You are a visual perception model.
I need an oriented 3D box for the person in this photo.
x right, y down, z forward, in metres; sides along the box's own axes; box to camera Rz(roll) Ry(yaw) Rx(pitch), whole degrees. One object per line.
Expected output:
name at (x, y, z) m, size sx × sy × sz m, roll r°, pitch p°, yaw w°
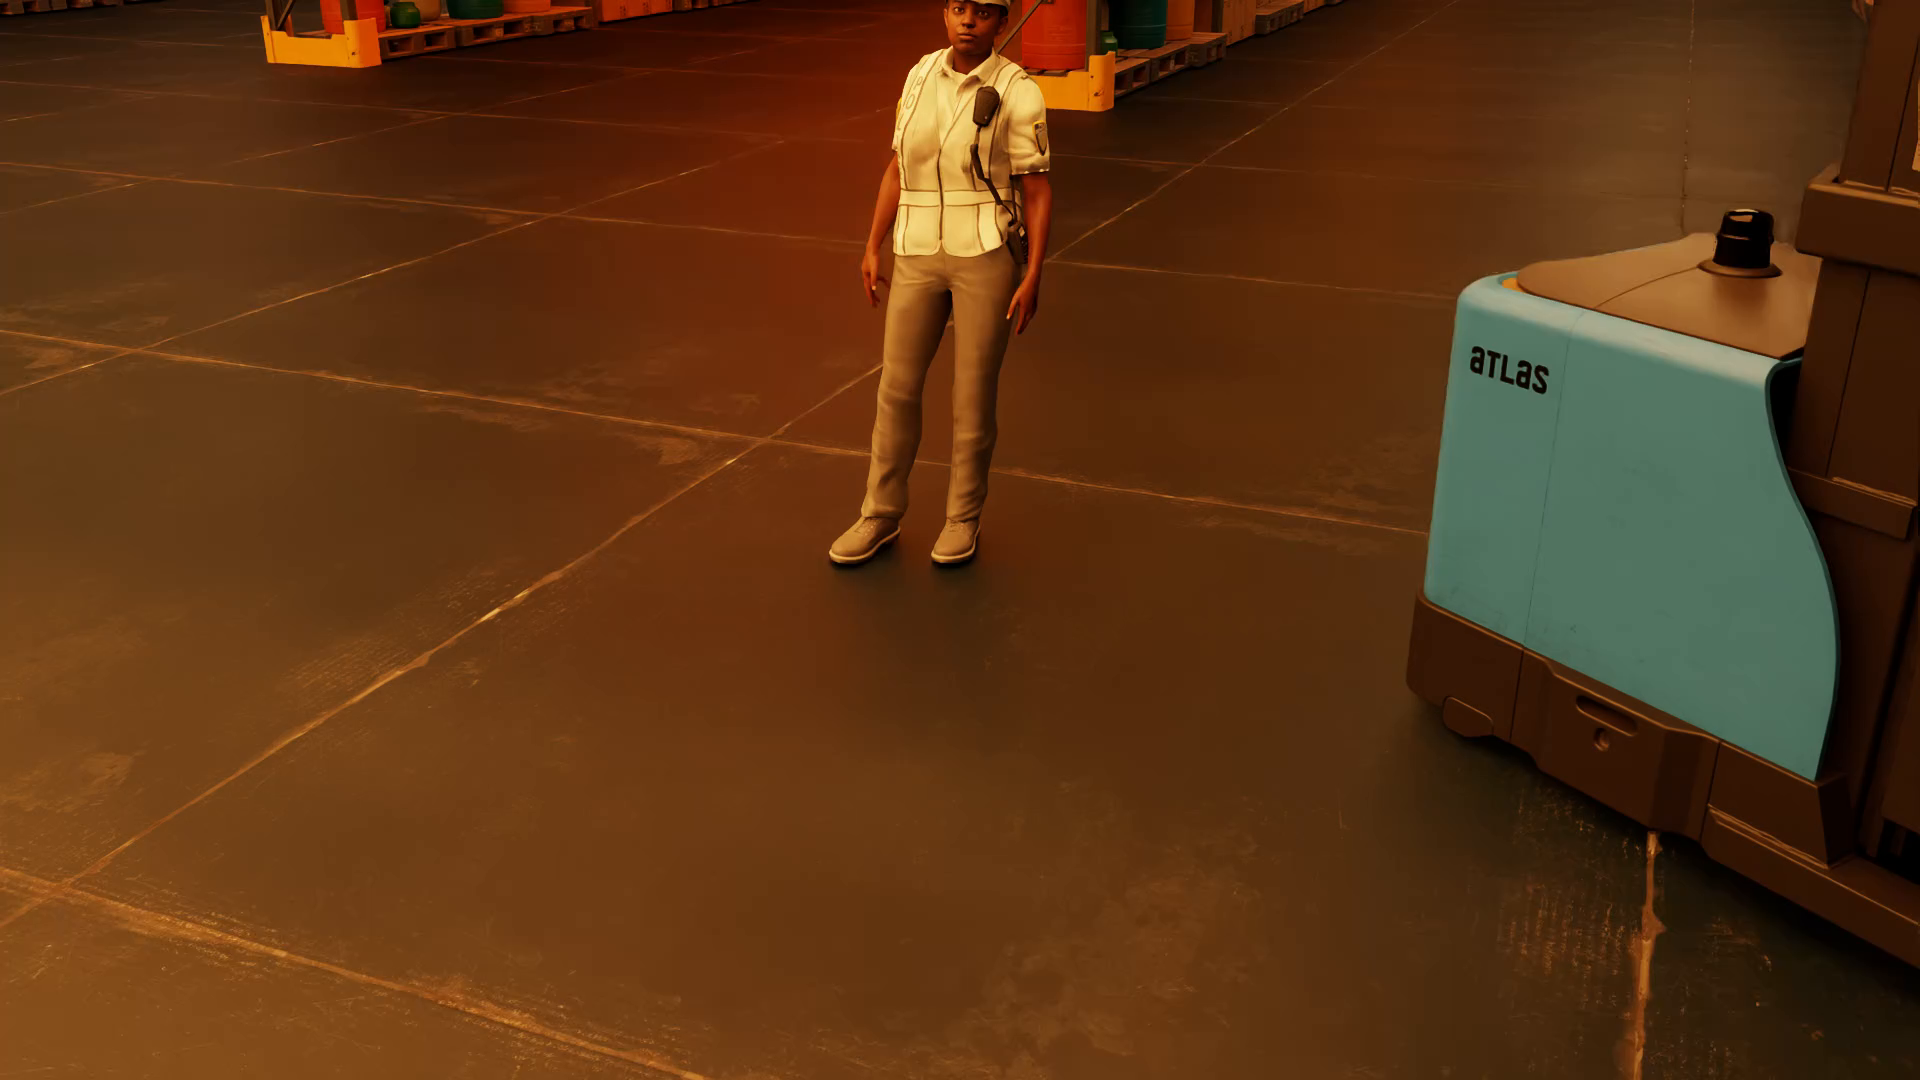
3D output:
person at (-0.047, -0.765, 4.707) m, size 0.569 × 1.695 × 0.530 m, roll 9°, pitch 24°, yaw 21°

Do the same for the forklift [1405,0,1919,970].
forklift at (2.308, -0.561, 2.635) m, size 1.130 × 2.935 × 3.031 m, roll -14°, pitch 26°, yaw -30°
